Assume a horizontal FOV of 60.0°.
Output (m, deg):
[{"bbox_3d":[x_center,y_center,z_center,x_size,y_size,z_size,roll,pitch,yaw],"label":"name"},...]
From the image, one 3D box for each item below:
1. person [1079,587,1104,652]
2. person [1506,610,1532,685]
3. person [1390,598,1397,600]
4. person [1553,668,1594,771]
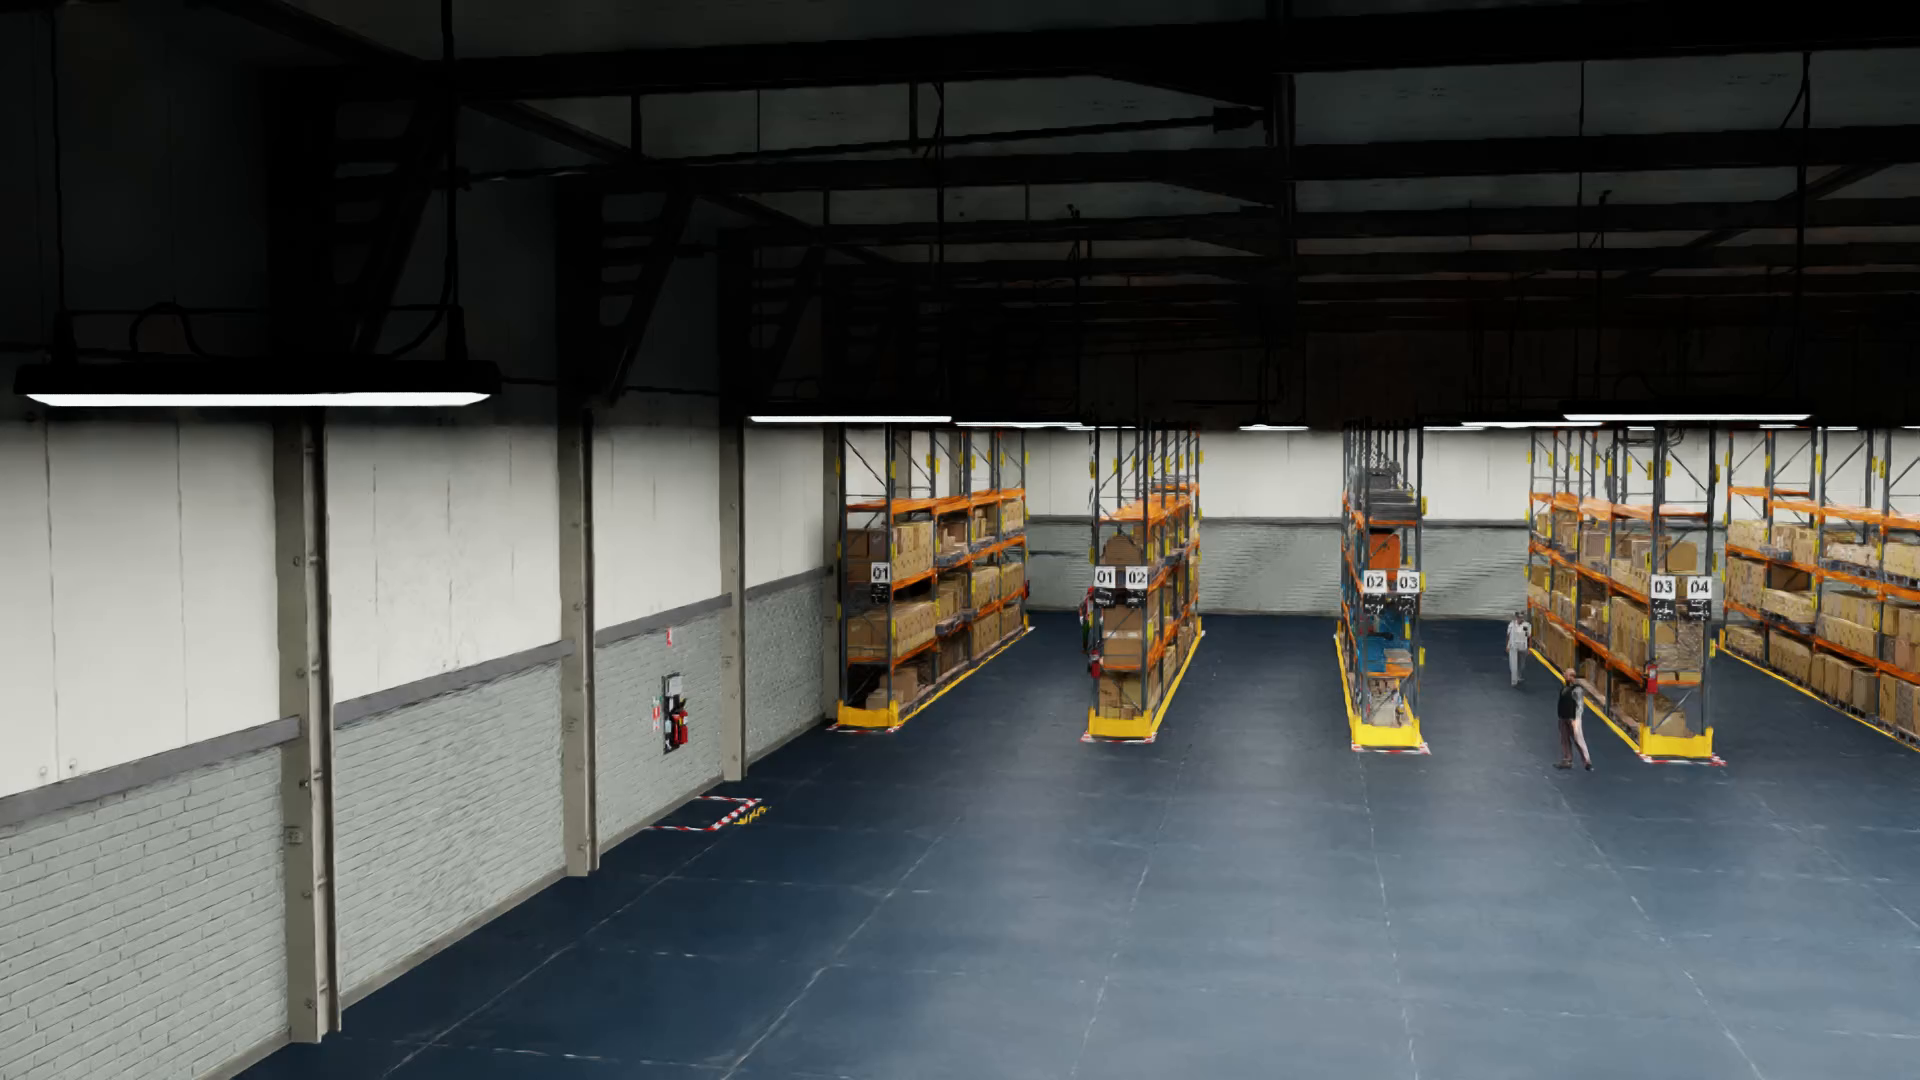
[{"bbox_3d":[3.397,2.071,43.020,0.661,1.742,0.552,1,4,10],"label":"person"},{"bbox_3d":[12.700,2.420,37.748,0.540,1.673,1.130,1,4,9],"label":"person"},{"bbox_3d":[11.406,1.967,44.058,0.390,1.761,0.632,1,4,21],"label":"person"},{"bbox_3d":[10.442,3.041,28.222,0.471,1.718,0.718,-1,4,-17],"label":"person"}]
